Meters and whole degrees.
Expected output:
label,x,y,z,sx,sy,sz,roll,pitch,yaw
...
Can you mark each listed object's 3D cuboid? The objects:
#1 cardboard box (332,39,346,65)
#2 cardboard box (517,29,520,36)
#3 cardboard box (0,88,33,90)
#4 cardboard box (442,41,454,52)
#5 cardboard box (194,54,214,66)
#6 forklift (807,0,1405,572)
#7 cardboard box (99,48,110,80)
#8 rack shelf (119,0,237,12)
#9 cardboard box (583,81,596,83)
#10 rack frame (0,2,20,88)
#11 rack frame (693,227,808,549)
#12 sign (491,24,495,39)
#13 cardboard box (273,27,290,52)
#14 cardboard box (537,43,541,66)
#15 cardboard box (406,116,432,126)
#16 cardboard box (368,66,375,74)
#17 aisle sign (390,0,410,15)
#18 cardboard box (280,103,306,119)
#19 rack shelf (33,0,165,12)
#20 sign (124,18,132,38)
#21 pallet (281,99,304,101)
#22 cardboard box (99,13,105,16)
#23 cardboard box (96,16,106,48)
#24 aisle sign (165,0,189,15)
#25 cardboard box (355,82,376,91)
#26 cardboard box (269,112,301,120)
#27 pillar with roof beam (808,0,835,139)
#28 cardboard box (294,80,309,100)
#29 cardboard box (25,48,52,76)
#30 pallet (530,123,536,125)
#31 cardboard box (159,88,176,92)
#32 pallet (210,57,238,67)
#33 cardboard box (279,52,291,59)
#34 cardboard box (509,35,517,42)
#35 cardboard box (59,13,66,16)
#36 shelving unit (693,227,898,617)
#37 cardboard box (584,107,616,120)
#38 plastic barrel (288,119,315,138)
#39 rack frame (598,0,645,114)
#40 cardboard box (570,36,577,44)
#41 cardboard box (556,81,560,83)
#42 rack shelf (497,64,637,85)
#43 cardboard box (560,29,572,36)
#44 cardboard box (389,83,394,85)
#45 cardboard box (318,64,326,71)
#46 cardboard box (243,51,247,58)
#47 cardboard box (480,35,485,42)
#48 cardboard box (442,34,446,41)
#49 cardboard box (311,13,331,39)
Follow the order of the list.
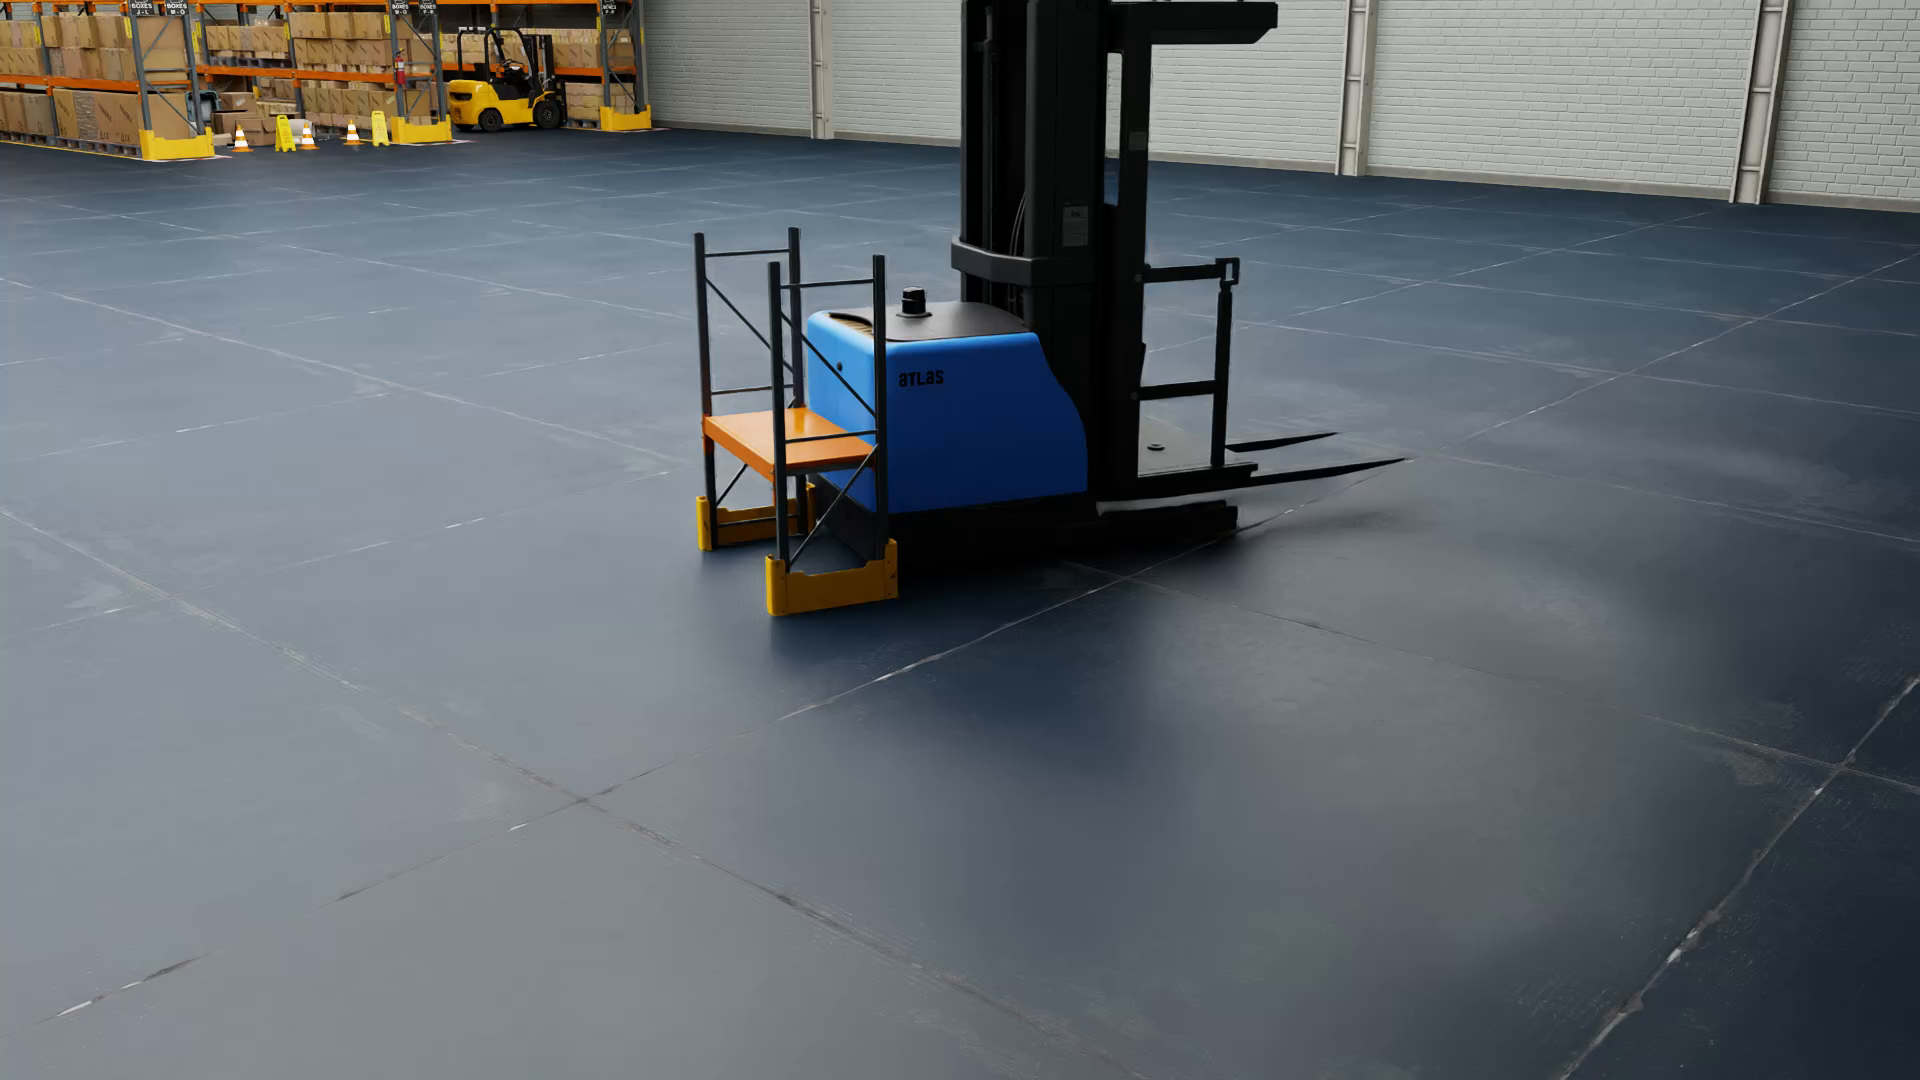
label,x,y,z,sx,sy,sz,roll,pitch,yaw
cardboard box,-12.347,-9.901,33.694,0.500,0.500,0.500,15,23,40
cardboard box,-9.855,-11.569,37.878,0.250,0.149,0.380,14,23,38
cardboard box,-19.446,-8.807,33.929,0.750,0.750,1.050,15,23,39
cardboard box,-12.018,-11.802,39.761,0.500,0.250,0.500,15,23,40
cardboard box,-17.183,-10.934,37.852,0.500,0.250,0.500,14,22,37
forklift,0.812,-1.525,8.072,3.031,2.935,1.130,-7,19,-22
cardboard box,-14.928,-8.598,29.997,0.550,0.550,0.875,15,23,39
rack shelf,-18.128,-12.451,38.615,4.000,0.370,1.077,15,23,39
cardboard box,-8.334,-10.188,37.452,0.500,0.250,0.500,15,23,39
rack frame,-19.842,-9.822,34.102,0.127,3.000,1.000,15,23,39
rack frame,-0.980,-0.708,7.864,0.500,1.500,0.032,-8,19,-24
sign,-10.701,-11.672,38.149,0.005,0.325,0.100,15,23,39
cardboard box,-14.138,-10.590,35.169,0.500,0.500,0.500,15,23,38
cardboard box,-9.410,-10.980,37.586,0.500,0.500,0.500,15,23,39
cardboard box,-11.068,-8.470,33.693,0.500,0.250,0.500,15,23,39
cardboard box,-11.511,-9.345,33.014,0.250,0.149,0.380,15,23,38
aisle sign,-10.795,-10.517,31.994,0.004,0.787,0.394,15,23,39
cardboard box,-14.034,-9.212,35.828,0.625,0.372,0.950,15,23,40
rack shelf,-15.355,-9.704,29.961,4.000,0.370,1.077,15,23,39
sign,-14.229,-8.761,28.452,0.005,0.325,0.100,15,23,39
pallet,-17.762,-11.943,45.395,1.213,0.211,1.003,15,23,39
cardboard box,-20.783,-12.807,40.618,0.250,0.149,0.380,15,23,39
cardboard box,-14.912,-9.118,29.850,0.550,0.550,0.875,15,23,39
aisle sign,-13.606,-9.509,28.816,0.004,0.787,0.394,15,23,39
cardboard box,-11.926,-9.124,33.441,0.250,0.149,0.380,16,23,40
cardboard box,-13.742,-8.446,33.894,0.500,0.500,0.500,-3,18,-8
pillar with roof beam,-5.649,-11.504,29.485,0.400,9.000,9.100,15,23,39
cardboard box,-17.539,-12.168,44.932,0.500,0.500,0.700,14,22,37
cardboard box,-17.418,-9.111,31.696,0.500,0.500,0.500,15,23,39
pallet,-9.781,-9.785,38.594,1.213,0.211,1.003,15,23,39
cardboard box,-18.426,-10.667,39.582,0.875,0.875,0.875,16,24,41
pallet,-16.028,-10.752,37.349,1.003,0.211,1.213,15,23,39
cardboard box,-14.208,-10.280,35.267,0.250,0.149,0.380,15,23,40
cardboard box,-10.090,-11.465,38.040,0.250,0.149,0.380,16,23,41
cardboard box,-22.534,-13.268,42.070,0.250,0.149,0.380,16,23,40
shelving unit,-0.765,-0.572,7.434,0.587,1.500,1.083,-8,19,-24
cardboard box,-7.918,-9.392,36.599,0.500,0.250,0.500,15,23,40
plastic barrel,-13.198,-8.200,33.251,0.512,0.421,0.421,-3,18,-8
rack frame,-7.357,-10.480,36.174,0.127,3.000,1.000,15,23,39
cardboard box,-8.344,-11.006,36.594,0.250,0.149,0.380,15,23,39
cardboard box,-9.052,-10.172,37.402,0.500,0.250,0.500,14,23,38
rack shelf,-8.853,-10.538,37.549,4.000,0.370,1.077,15,23,39
cardboard box,-8.589,-11.186,36.669,0.250,0.149,0.380,16,23,41
cardboard box,-14.102,-11.494,41.735,0.250,0.149,0.380,14,22,36
cardboard box,-13.014,-9.761,34.324,0.250,0.149,0.380,16,24,41
cardboard box,-15.488,-10.667,36.486,0.250,0.149,0.380,16,24,41
cardboard box,-10.956,-11.706,38.800,0.250,0.149,0.380,15,23,38
cardboard box,-12.325,-12.056,39.902,0.250,0.149,0.380,16,23,40
cardboard box,-12.730,-10.473,33.844,0.500,0.500,0.700,14,23,38
